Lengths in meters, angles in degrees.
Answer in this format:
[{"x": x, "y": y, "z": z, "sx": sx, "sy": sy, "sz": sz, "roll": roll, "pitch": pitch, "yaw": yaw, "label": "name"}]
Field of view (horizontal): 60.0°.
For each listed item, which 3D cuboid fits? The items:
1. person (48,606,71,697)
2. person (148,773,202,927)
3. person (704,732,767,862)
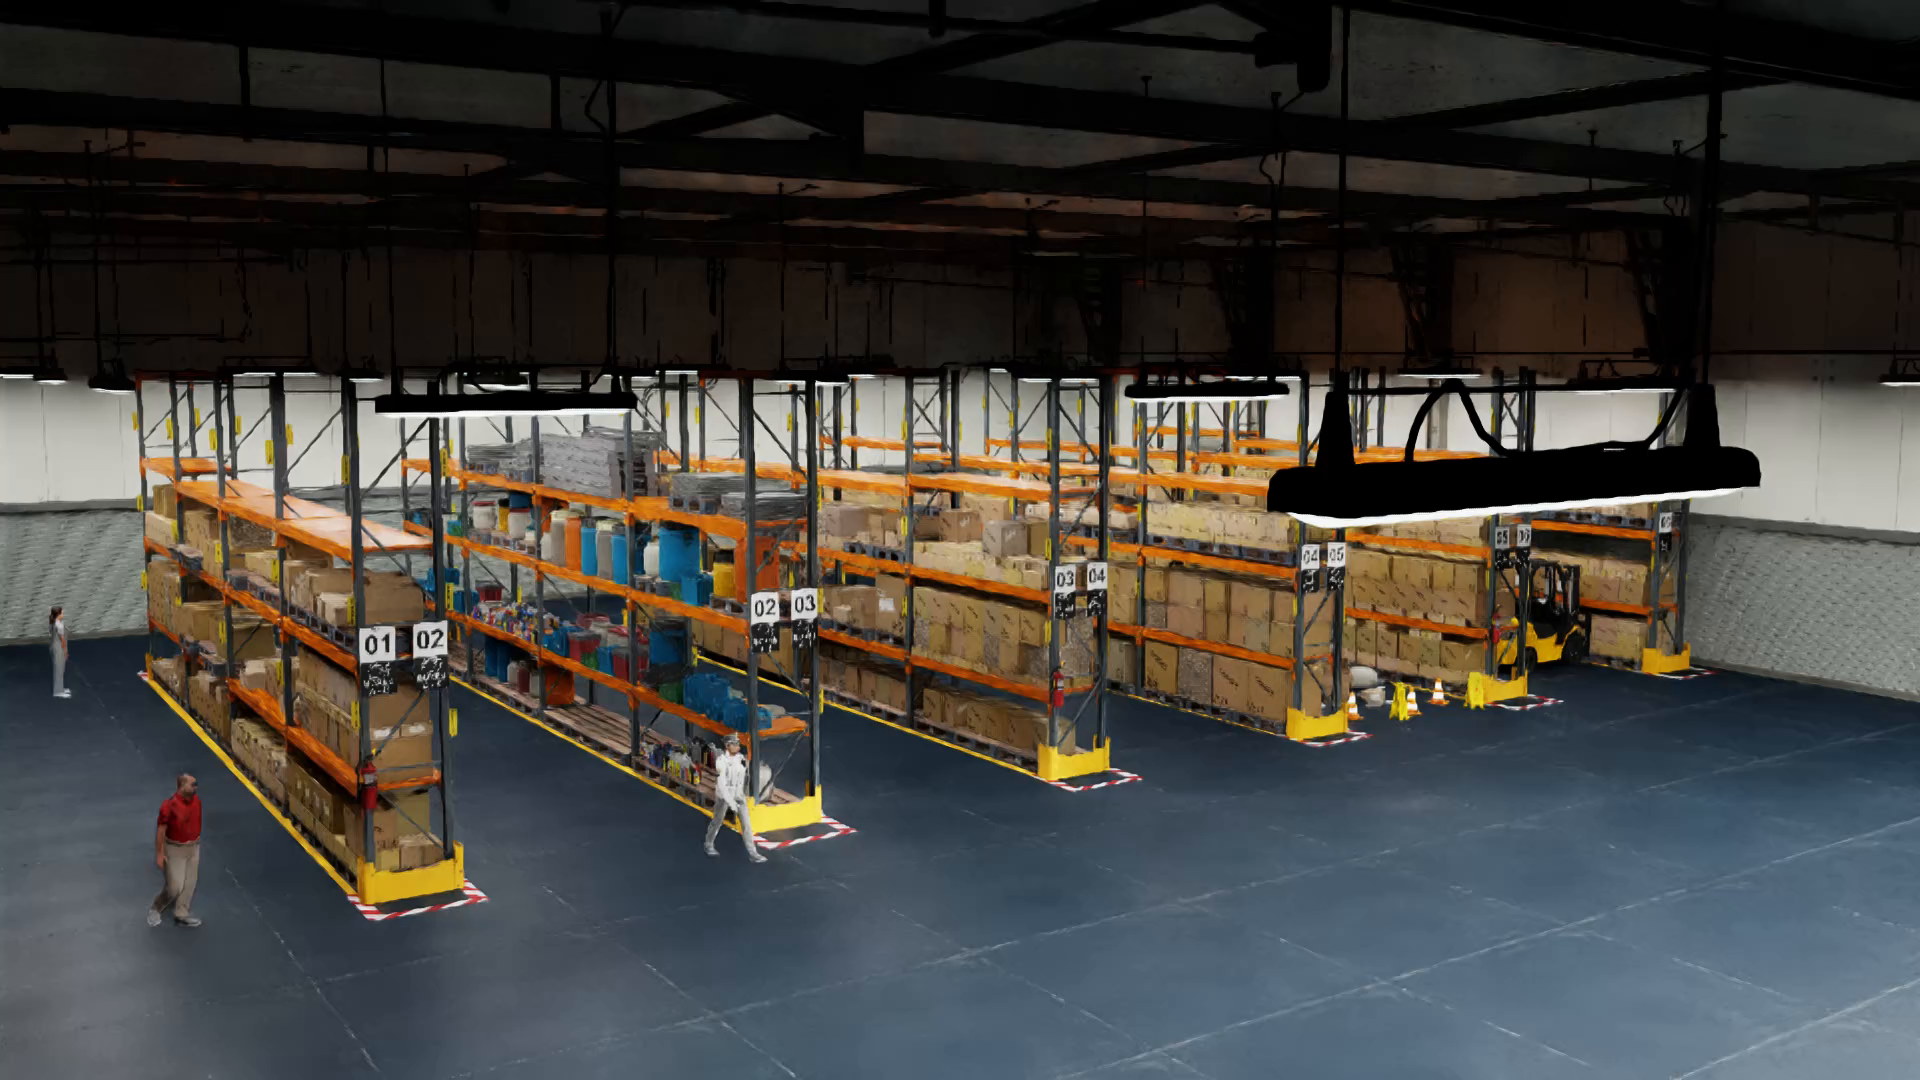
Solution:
[{"x": -16.553, "y": 2.018, "z": 30.586, "sx": 0.561, "sy": 1.642, "sz": 0.390, "roll": 6, "pitch": 9, "yaw": 42, "label": "person"}, {"x": -8.658, "y": 3.416, "z": 18.339, "sx": 0.547, "sy": 1.720, "sz": 0.607, "roll": 2, "pitch": 7, "yaw": 20, "label": "person"}, {"x": -2.846, "y": 3.178, "z": 20.689, "sx": 0.482, "sy": 1.622, "sz": 0.994, "roll": -6, "pitch": 9, "yaw": -43, "label": "person"}]
